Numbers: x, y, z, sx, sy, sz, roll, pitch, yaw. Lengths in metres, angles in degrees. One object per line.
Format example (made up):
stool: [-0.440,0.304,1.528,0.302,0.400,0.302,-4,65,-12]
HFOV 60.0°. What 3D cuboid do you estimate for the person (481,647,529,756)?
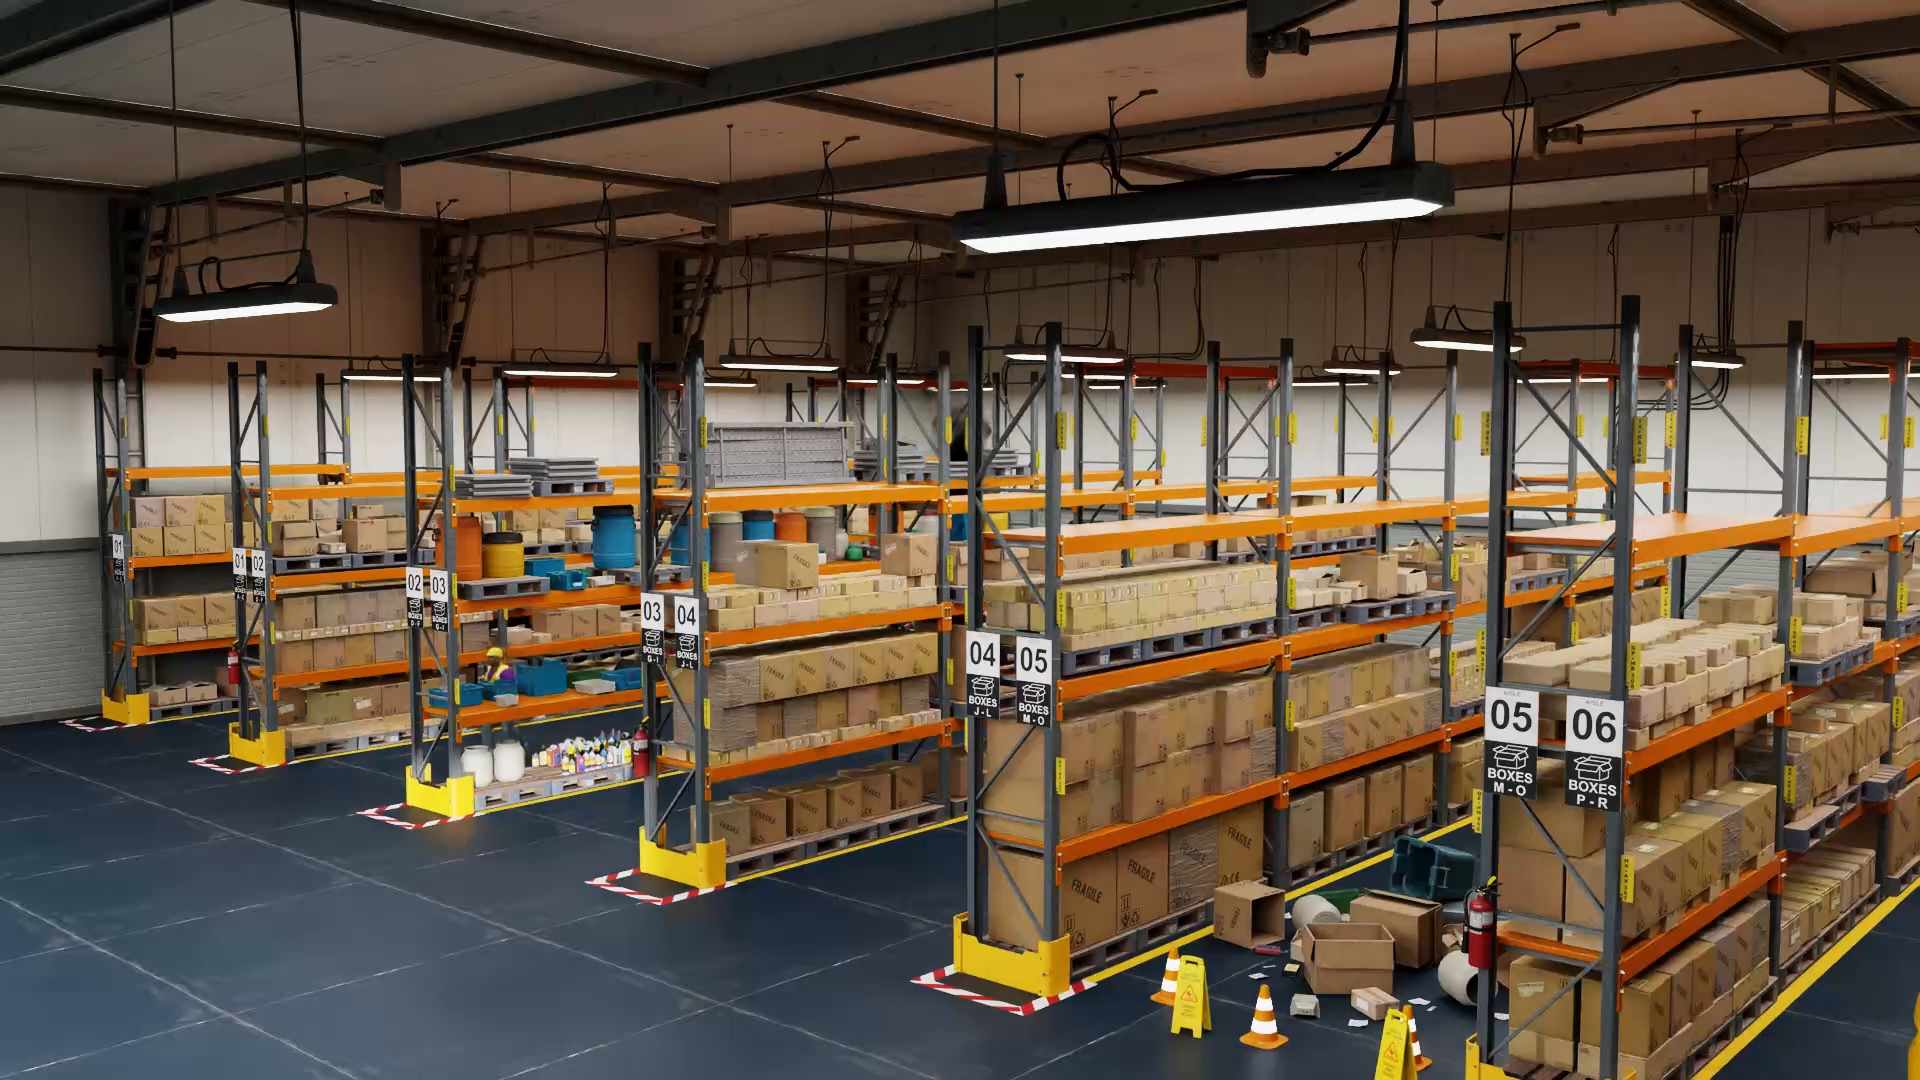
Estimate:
person: [-6.796,2.477,24.702,0.729,1.807,0.926,3,5,36]
